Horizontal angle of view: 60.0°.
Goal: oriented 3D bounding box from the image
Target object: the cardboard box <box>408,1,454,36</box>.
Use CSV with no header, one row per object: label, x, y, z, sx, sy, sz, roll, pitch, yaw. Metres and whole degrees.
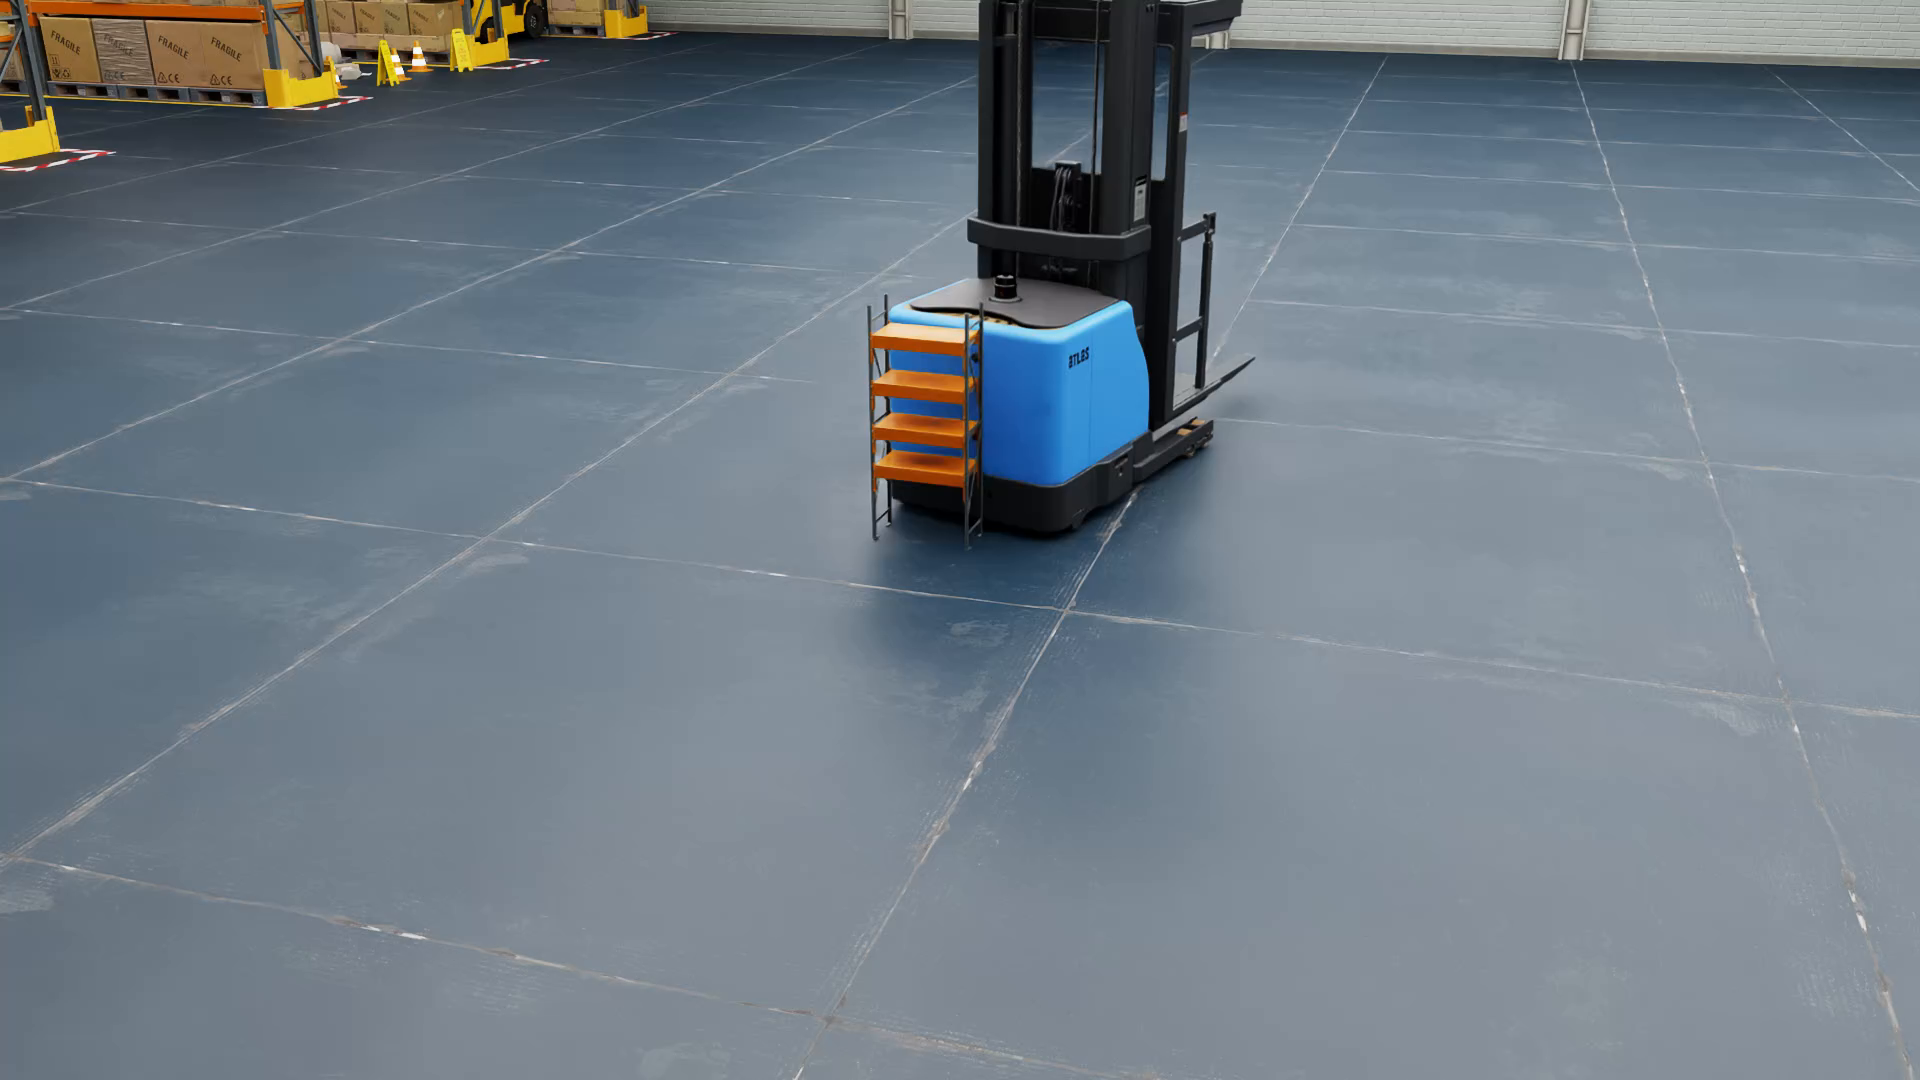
cardboard box,-8.721,-8.600,27.427,0.500,0.500,0.500,7,23,16

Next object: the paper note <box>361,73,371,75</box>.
paper note,-9.359,-7.344,26.197,0.142,0.019,0.148,-1,22,-3

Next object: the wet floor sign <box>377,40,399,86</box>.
wet floor sign,-8.612,-7.155,24.926,0.232,0.644,0.267,3,22,6

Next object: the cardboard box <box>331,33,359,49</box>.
cardboard box,-10.198,-8.424,27.987,0.500,0.250,0.500,6,23,15

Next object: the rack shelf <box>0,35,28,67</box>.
rack shelf,-12.656,-5.623,19.038,4.000,0.370,1.077,7,23,16

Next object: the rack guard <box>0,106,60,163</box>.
rack guard,-10.814,-4.589,18.861,0.348,0.500,1.175,7,23,16

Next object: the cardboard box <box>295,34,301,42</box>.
cardboard box,-11.075,-8.009,27.196,0.500,0.500,0.500,-14,26,-30

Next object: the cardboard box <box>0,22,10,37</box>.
cardboard box,-10.945,-5.739,18.702,0.250,0.149,0.380,7,23,16

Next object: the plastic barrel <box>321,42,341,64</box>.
plastic barrel,-10.294,-7.822,26.844,0.512,0.421,0.421,-14,26,-30

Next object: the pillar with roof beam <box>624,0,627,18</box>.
pillar with roof beam,-8.098,-12.757,27.575,0.400,9.000,9.100,7,23,16

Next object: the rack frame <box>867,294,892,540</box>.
rack frame,-0.394,-0.600,8.216,0.015,1.200,0.240,7,23,17

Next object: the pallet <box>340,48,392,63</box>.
pallet,-9.883,-8.292,28.270,1.213,0.211,1.003,7,23,16

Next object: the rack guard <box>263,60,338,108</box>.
rack guard,-9.189,-6.369,23.201,0.348,0.500,1.175,7,23,16

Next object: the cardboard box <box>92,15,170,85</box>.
cardboard box,-11.595,-6.986,23.658,0.875,0.875,0.875,7,23,16

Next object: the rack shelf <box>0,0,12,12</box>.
rack shelf,-14.956,-7.853,24.473,4.000,0.370,1.077,7,23,16

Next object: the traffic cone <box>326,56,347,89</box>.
traffic cone,-9.310,-6.928,24.614,0.334,0.463,0.336,7,23,16

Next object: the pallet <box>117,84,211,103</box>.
pallet,-11.164,-6.432,23.734,1.213,0.211,1.003,7,23,15

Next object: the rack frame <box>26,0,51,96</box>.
rack frame,-13.041,-7.966,23.802,0.127,3.000,1.000,7,23,16

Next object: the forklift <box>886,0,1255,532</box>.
forklift,0.813,-1.907,9.121,1.130,2.935,3.031,13,26,29

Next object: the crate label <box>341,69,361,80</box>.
crate label,-9.429,-7.215,25.741,0.298,0.136,0.250,-5,23,-12

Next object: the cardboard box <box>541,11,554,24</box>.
cardboard box,-7.939,-10.116,32.113,0.500,0.250,0.500,7,23,16

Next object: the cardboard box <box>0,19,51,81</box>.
cardboard box,-13.662,-7.155,24.235,0.750,0.750,1.050,6,23,15

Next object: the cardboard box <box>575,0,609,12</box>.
cardboard box,-7.005,-10.235,31.742,0.500,0.250,0.500,6,23,15

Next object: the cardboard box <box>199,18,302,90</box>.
cardboard box,-9.880,-6.790,23.179,0.875,0.875,0.875,7,23,16

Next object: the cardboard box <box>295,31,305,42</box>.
cardboard box,-11.221,-8.535,28.259,0.500,0.250,0.500,5,23,13

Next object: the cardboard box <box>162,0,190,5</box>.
cardboard box,-10.613,-7.781,23.152,0.550,0.550,0.875,7,23,16

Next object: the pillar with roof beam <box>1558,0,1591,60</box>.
pillar with roof beam,9.134,-10.783,22.764,0.400,9.000,9.100,7,23,16

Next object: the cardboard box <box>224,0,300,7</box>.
cardboard box,-9.580,-7.622,22.764,0.550,0.550,0.875,7,23,16

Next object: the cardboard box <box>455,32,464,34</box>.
cardboard box,-8.571,-8.449,28.047,0.500,0.250,0.500,6,23,15

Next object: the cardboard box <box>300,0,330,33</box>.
cardboard box,-10.705,-8.828,27.984,0.500,0.500,0.500,8,23,18

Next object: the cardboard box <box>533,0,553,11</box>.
cardboard box,-7.982,-10.342,32.005,0.500,0.250,0.500,6,23,14

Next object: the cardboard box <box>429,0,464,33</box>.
cardboard box,-8.594,-8.798,27.911,0.500,0.500,0.500,6,23,14

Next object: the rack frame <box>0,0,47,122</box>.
rack frame,-10.741,-5.737,18.367,0.127,3.000,1.000,7,23,16

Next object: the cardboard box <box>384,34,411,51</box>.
cardboard box,-9.224,-8.310,27.710,0.500,0.250,0.500,7,23,16

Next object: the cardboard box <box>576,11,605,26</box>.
cardboard box,-6.990,-10.000,31.830,0.500,0.250,0.500,7,23,16

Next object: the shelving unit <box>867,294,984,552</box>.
shelving unit,-0.163,-0.571,8.143,0.503,1.200,0.258,7,23,17

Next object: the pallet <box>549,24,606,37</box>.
pallet,-7.193,-9.920,32.239,1.213,0.211,1.003,7,23,16

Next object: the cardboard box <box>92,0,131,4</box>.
cardboard box,-11.669,-7.846,23.310,0.550,0.550,0.875,7,23,16

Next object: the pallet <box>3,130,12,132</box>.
pallet,-11.582,-4.557,19.165,1.213,0.211,1.003,7,23,16

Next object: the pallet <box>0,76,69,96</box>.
pallet,-13.802,-6.734,24.471,1.213,0.211,1.003,7,23,16

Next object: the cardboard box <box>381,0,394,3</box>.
cardboard box,-9.332,-8.944,27.413,0.250,0.149,0.380,7,23,16

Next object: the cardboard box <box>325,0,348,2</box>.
cardboard box,-10.368,-9.063,27.702,0.250,0.149,0.380,8,24,19

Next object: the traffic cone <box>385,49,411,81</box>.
traffic cone,-8.658,-7.302,25.524,0.334,0.463,0.336,7,23,16

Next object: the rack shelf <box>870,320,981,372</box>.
rack shelf,-0.163,-0.934,7.994,0.480,0.148,0.258,7,23,17

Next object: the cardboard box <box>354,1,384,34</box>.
cardboard box,-9.703,-8.714,27.705,0.500,0.500,0.500,6,23,14

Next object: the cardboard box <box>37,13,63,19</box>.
cardboard box,-16.175,-9.532,29.864,0.875,0.875,0.875,6,23,15

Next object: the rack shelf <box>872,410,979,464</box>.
rack shelf,-0.163,-0.508,8.169,0.480,0.148,0.258,7,23,17
